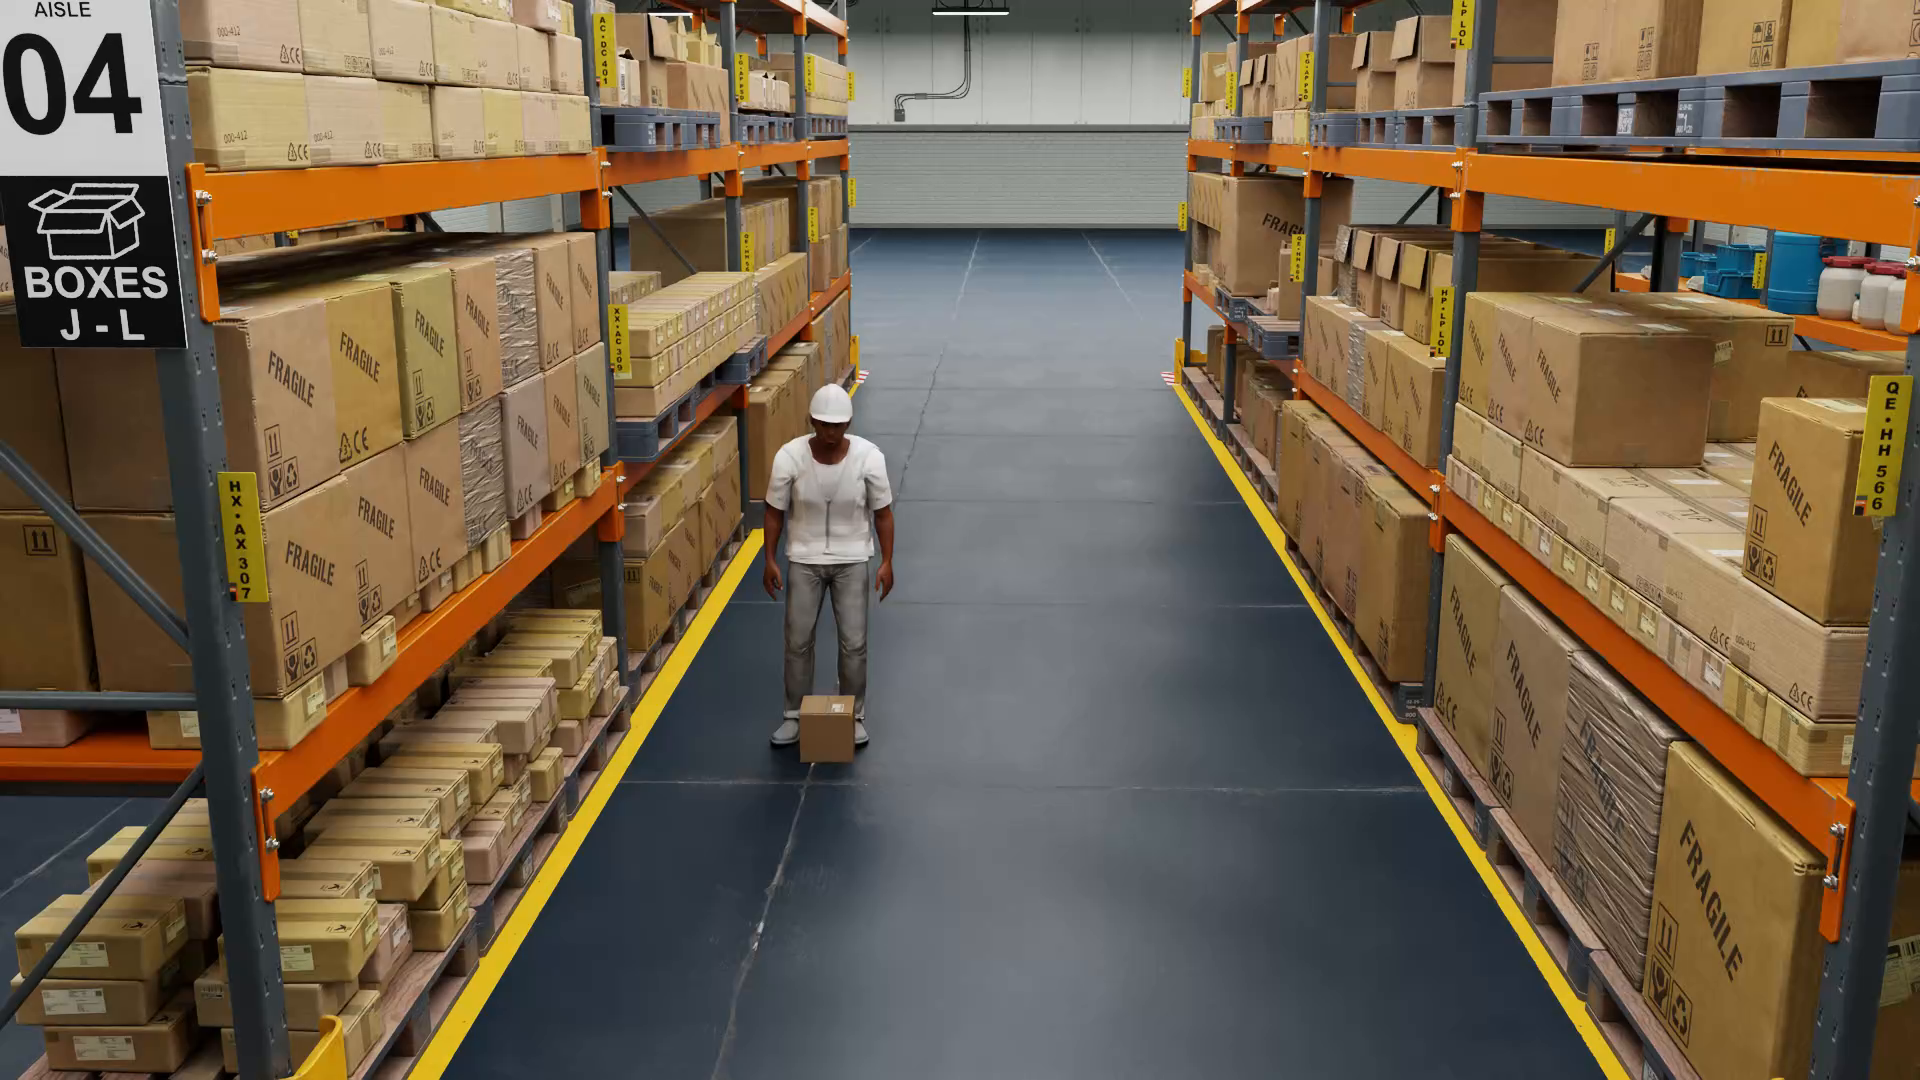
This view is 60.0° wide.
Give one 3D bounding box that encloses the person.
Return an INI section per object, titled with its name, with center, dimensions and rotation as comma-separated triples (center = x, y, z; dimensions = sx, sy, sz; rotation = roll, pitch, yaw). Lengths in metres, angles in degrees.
[person]
center = -0.630, 0.118, 7.985
dimensions = 0.632, 1.759, 0.459
rotation = 0, 14, -2
